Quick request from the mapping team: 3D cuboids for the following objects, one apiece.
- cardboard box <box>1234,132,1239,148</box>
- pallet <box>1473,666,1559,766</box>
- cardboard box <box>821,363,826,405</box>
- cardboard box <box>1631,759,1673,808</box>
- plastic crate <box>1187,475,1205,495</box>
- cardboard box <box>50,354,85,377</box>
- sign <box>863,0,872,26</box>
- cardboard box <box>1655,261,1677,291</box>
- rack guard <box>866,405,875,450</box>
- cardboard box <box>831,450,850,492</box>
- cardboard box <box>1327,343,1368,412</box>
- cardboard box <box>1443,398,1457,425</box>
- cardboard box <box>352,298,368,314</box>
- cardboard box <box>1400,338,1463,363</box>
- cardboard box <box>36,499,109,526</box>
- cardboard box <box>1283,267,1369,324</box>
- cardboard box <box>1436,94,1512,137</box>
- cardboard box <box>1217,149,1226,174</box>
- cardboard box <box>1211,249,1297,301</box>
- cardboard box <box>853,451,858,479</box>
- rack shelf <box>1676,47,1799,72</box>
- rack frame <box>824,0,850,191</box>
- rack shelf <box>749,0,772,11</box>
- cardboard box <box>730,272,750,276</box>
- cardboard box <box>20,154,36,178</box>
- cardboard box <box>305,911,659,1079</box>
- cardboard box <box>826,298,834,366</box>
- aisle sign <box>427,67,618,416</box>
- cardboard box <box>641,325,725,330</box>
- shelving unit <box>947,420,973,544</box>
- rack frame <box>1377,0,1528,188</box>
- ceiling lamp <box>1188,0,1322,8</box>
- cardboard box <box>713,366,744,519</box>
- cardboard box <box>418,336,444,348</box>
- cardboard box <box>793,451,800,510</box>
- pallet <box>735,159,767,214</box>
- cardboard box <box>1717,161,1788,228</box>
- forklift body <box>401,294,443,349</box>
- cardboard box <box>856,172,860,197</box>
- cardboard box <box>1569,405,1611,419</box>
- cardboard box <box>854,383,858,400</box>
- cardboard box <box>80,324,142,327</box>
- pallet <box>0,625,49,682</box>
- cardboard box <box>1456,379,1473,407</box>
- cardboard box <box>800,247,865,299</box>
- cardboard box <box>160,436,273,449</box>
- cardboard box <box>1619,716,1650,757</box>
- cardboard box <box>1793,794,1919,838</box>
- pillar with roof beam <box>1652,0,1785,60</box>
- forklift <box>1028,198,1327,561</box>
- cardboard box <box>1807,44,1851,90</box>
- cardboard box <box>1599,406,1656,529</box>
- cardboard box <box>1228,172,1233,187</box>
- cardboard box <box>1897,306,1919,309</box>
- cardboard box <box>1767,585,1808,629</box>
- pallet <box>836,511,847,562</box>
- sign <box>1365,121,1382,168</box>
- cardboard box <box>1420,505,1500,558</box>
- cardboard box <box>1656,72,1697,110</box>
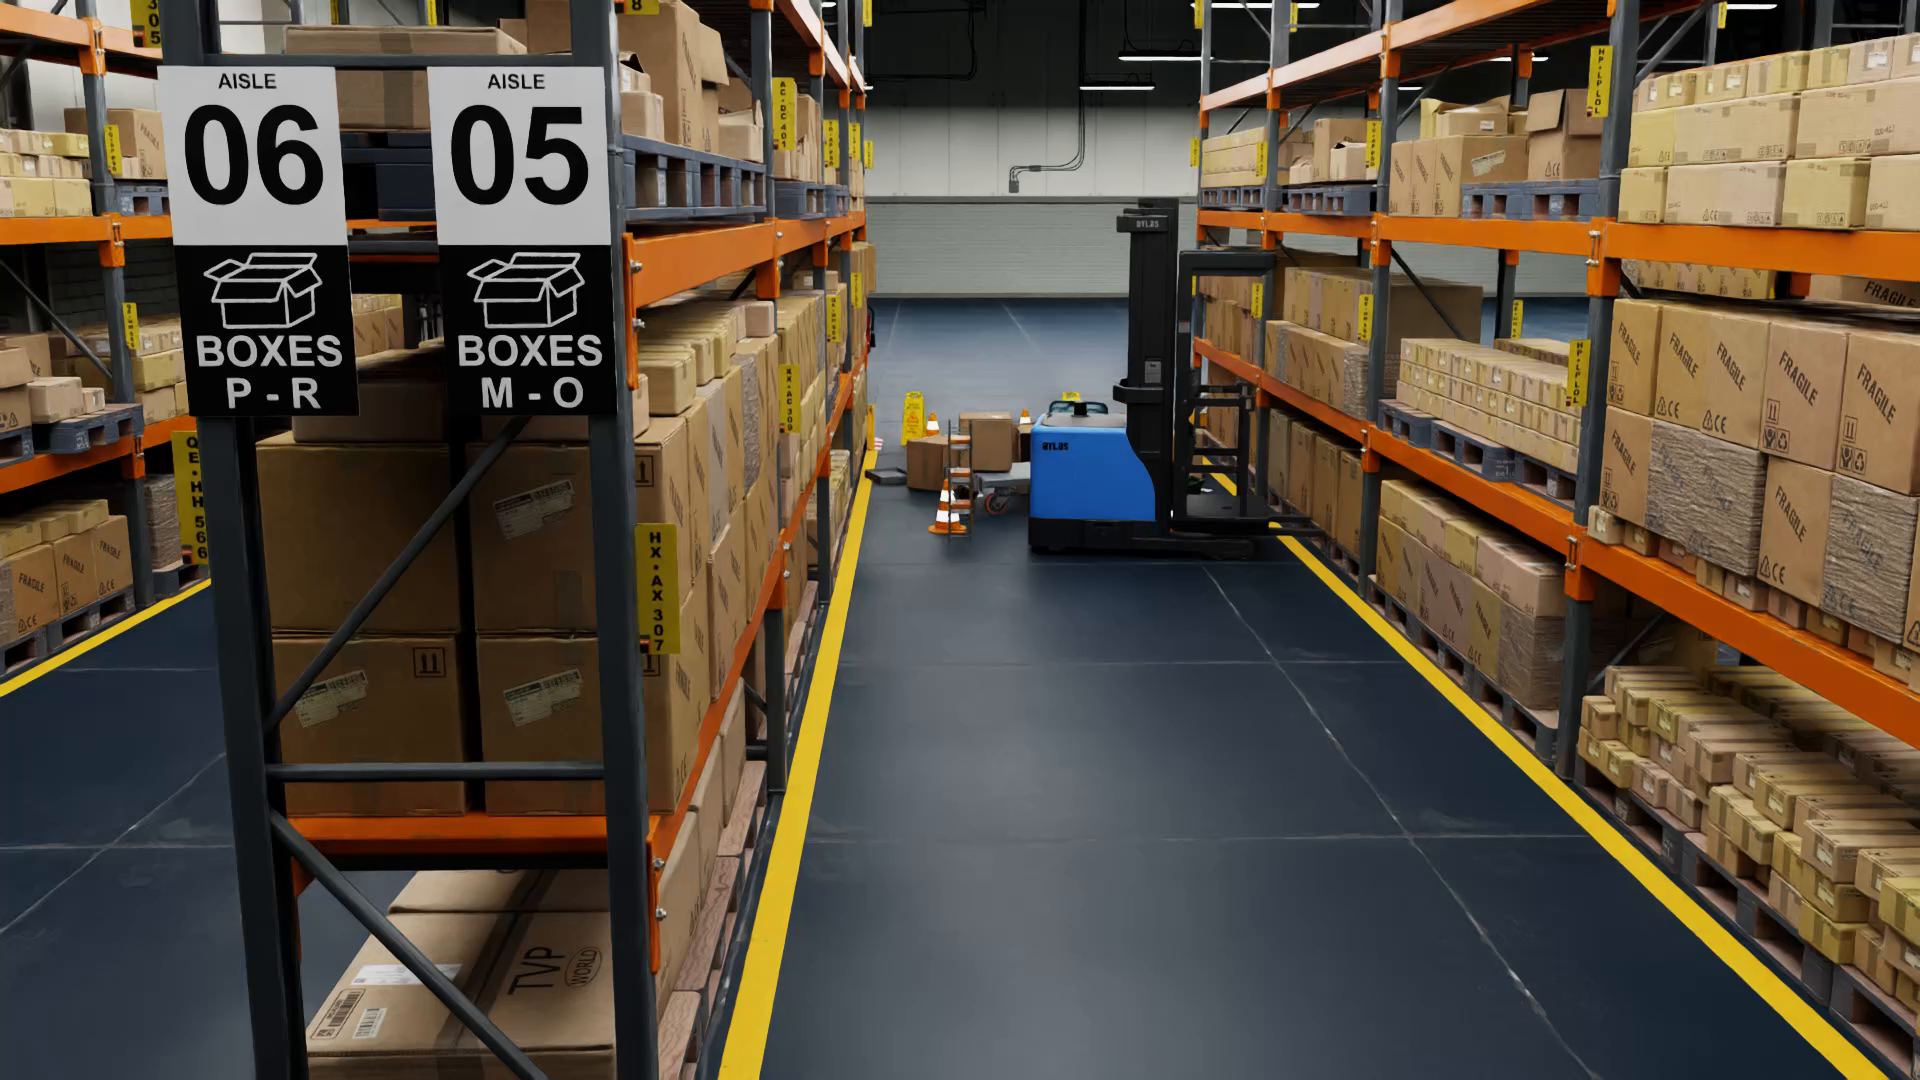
[{"bbox_3d":[3.058,-4.157,17.277,0.380,0.149,0.250,0,11,-2],"label":"cardboard box"},{"bbox_3d":[3.557,0.960,9.295,1.003,0.211,1.213,0,11,-1],"label":"pallet"},{"bbox_3d":[-1.191,-1.082,11.470,0.500,0.250,0.500,0,11,-1],"label":"cardboard box"},{"bbox_3d":[3.323,1.116,7.630,0.380,0.149,0.250,0,11,-1],"label":"cardboard box"},{"bbox_3d":[2.096,-0.521,16.511,0.450,0.188,0.662,17,18,26],"label":"plastic crate"},{"bbox_3d":[-6.705,-1.245,12.270,0.500,0.250,0.500,0,11,0],"label":"cardboard box"},{"bbox_3d":[-1.065,-6.070,19.099,0.100,0.325,0.005,0,11,-1],"label":"sign"},{"bbox_3d":[8.042,-3.013,18.351,0.500,0.500,0.500,0,11,-1],"label":"cardboard box"},{"bbox_3d":[-1.619,-1.356,19.987,1.175,0.500,0.348,0,11,-1],"label":"rack guard"},{"bbox_3d":[-1.524,-0.615,15.600,0.950,0.372,0.625,0,11,0],"label":"cardboard box"},{"bbox_3d":[3.205,-1.283,13.088,0.500,0.500,0.500,0,11,-1],"label":"cardboard box"},{"bbox_3d":[3.326,-0.826,10.662,0.380,0.149,0.250,0,11,1],"label":"cardboard box"},{"bbox_3d":[-6.215,-2.364,16.785,0.380,0.149,0.250,0,11,0],"label":"cardboard box"},{"bbox_3d":[3.308,-1.327,11.637,0.380,0.149,0.250,0,11,-1],"label":"cardboard box"},{"bbox_3d":[-6.154,-0.187,11.534,0.380,0.149,0.250,-1,11,-4],"label":"cardboard box"},{"bbox_3d":[3.425,-2.282,15.497,0.700,0.500,0.500,0,11,-2],"label":"cardboard box"},{"bbox_3d":[3.280,-2.706,10.633,0.396,0.266,0.258,0,11,-1],"label":"cardboard box"},{"bbox_3d":[3.103,-4.136,18.178,0.500,0.250,0.500,0,11,-2],"label":"cardboard box"},{"bbox_3d":[3.275,-2.945,18.437,0.875,0.550,0.550,0,11,-1],"label":"cardboard box"},{"bbox_3d":[-1.280,-0.778,16.709,0.500,0.250,0.500,-1,11,-4],"label":"cardboard box"},{"bbox_3d":[8.329,-4.826,17.530,1.077,0.370,4.000,0,11,-1],"label":"rack shelf"},{"bbox_3d":[-1.538,-4.741,15.297,1.000,3.000,0.127,0,11,-1],"label":"rack frame"},{"bbox_3d":[-1.331,-2.205,5.610,1.077,0.370,4.000,0,11,-1],"label":"rack shelf"},{"bbox_3d":[-1.756,-2.209,14.218,0.380,0.149,0.250,0,11,2],"label":"cardboard box"},{"bbox_3d":[-6.204,-2.404,10.693,0.380,0.149,0.250,0,11,0],"label":"cardboard box"},{"bbox_3d":[-1.403,1.503,4.994,0.875,0.438,0.875,-1,11,-3],"label":"cardboard box"},{"bbox_3d":[-1.251,-1.601,12.849,0.500,0.500,0.500,0,11,2],"label":"cardboard box"},{"bbox_3d":[-0.998,-0.677,3.813,0.394,0.787,0.004,0,11,-1],"label":"aisle sign"},{"bbox_3d":[-1.064,-0.705,6.092,0.380,0.149,0.250,0,11,-1],"label":"cardboard box"},{"bbox_3d":[0.001,-0.504,14.402,0.215,1.050,0.252,0,11,-1],"label":"shelving unit"},{"bbox_3d":[3.492,-3.987,11.577,1.000,3.000,0.127,0,11,-1],"label":"rack frame"},{"bbox_3d":[4.513,-9.770,25.403,2.000,3.185,0.800,0,11,-1],"label":"ceiling lamp"},{"bbox_3d":[-1.062,-0.356,6.002,0.500,0.500,0.500,0,11,-1],"label":"cardboard box"},{"bbox_3d":[-1.579,-0.597,5.559,0.380,0.149,0.250,0,11,0],"label":"cardboard box"},{"bbox_3d":[-1.130,-0.329,9.014,0.500,0.250,0.500,-1,11,-3],"label":"cardboard box"},{"bbox_3d":[-1.366,-1.475,6.964,1.003,0.211,1.213,0,11,-1],"label":"pallet"},{"bbox_3d":[3.331,-1.352,6.511,0.500,0.250,0.500,0,11,1],"label":"cardboard box"},{"bbox_3d":[-4.720,-1.790,17.972,2.313,2.155,1.214,0,11,-1],"label":"forklift body"},{"bbox_3d":[-1.290,-3.634,17.014,0.500,0.250,0.500,0,11,-1],"label":"cardboard box"},{"bbox_3d":[3.371,-0.705,8.568,0.380,0.149,0.250,0,11,1],"label":"cardboard box"},{"bbox_3d":[-1.223,-1.488,16.694,0.380,0.149,0.250,0,11,0],"label":"cardboard box"},{"bbox_3d":[-6.691,-1.620,13.116,0.380,0.149,0.250,0,11,-1],"label":"cardboard box"},{"bbox_3d":[-6.418,0.772,10.223,1.003,0.211,1.213,0,11,-1],"label":"pallet"},{"bbox_3d":[3.329,-0.922,10.388,0.380,0.149,0.250,0,11,-2],"label":"cardboard box"},{"bbox_3d":[-1.319,-2.676,16.691,0.700,0.500,0.500,0,11,-1],"label":"cardboard box"},{"bbox_3d":[-6.470,-0.564,14.712,0.875,0.625,0.625,0,11,-2],"label":"cardboard box"},{"bbox_3d":[3.357,0.917,7.859,0.380,0.149,0.250,0,11,-1],"label":"cardboard box"},{"bbox_3d":[3.415,1.080,6.307,0.380,0.149,0.250,-1,11,-3],"label":"cardboard box"},{"bbox_3d":[19.100,-11.449,48.358,9.100,9.000,0.548,0,11,-1],"label":"pillar with roof beam"},{"bbox_3d":[2.133,-1.379,13.986,3.031,2.935,1.130,2,12,8],"label":"forklift"},{"bbox_3d":[3.336,-1.716,6.047,0.380,0.149,0.250,-1,11,-3],"label":"cardboard box"},{"bbox_3d":[3.333,-0.347,7.725,0.500,0.500,0.500,0,11,-2],"label":"cardboard box"},{"bbox_3d":[3.050,-3.818,17.614,0.380,0.149,0.250,0,11,-1],"label":"cardboard box"},{"bbox_3d":[8.498,-1.754,14.346,0.797,0.503,0.637,1,12,5],"label":"cardboard box"},{"bbox_3d":[3.381,0.244,6.444,0.380,0.149,0.250,0,11,1],"label":"cardboard box"},{"bbox_3d":[-1.492,-0.037,14.210,1.003,0.211,1.213,0,11,-1],"label":"pallet"},{"bbox_3d":[2.937,-2.808,11.813,0.100,0.325,0.005,0,11,-1],"label":"sign"},{"bbox_3d":[3.272,-0.058,10.643,0.500,0.250,0.500,0,11,-1],"label":"cardboard box"},{"bbox_3d":[3.311,-1.975,7.324,0.380,0.149,0.250,-1,11,-4],"label":"cardboard box"}]
